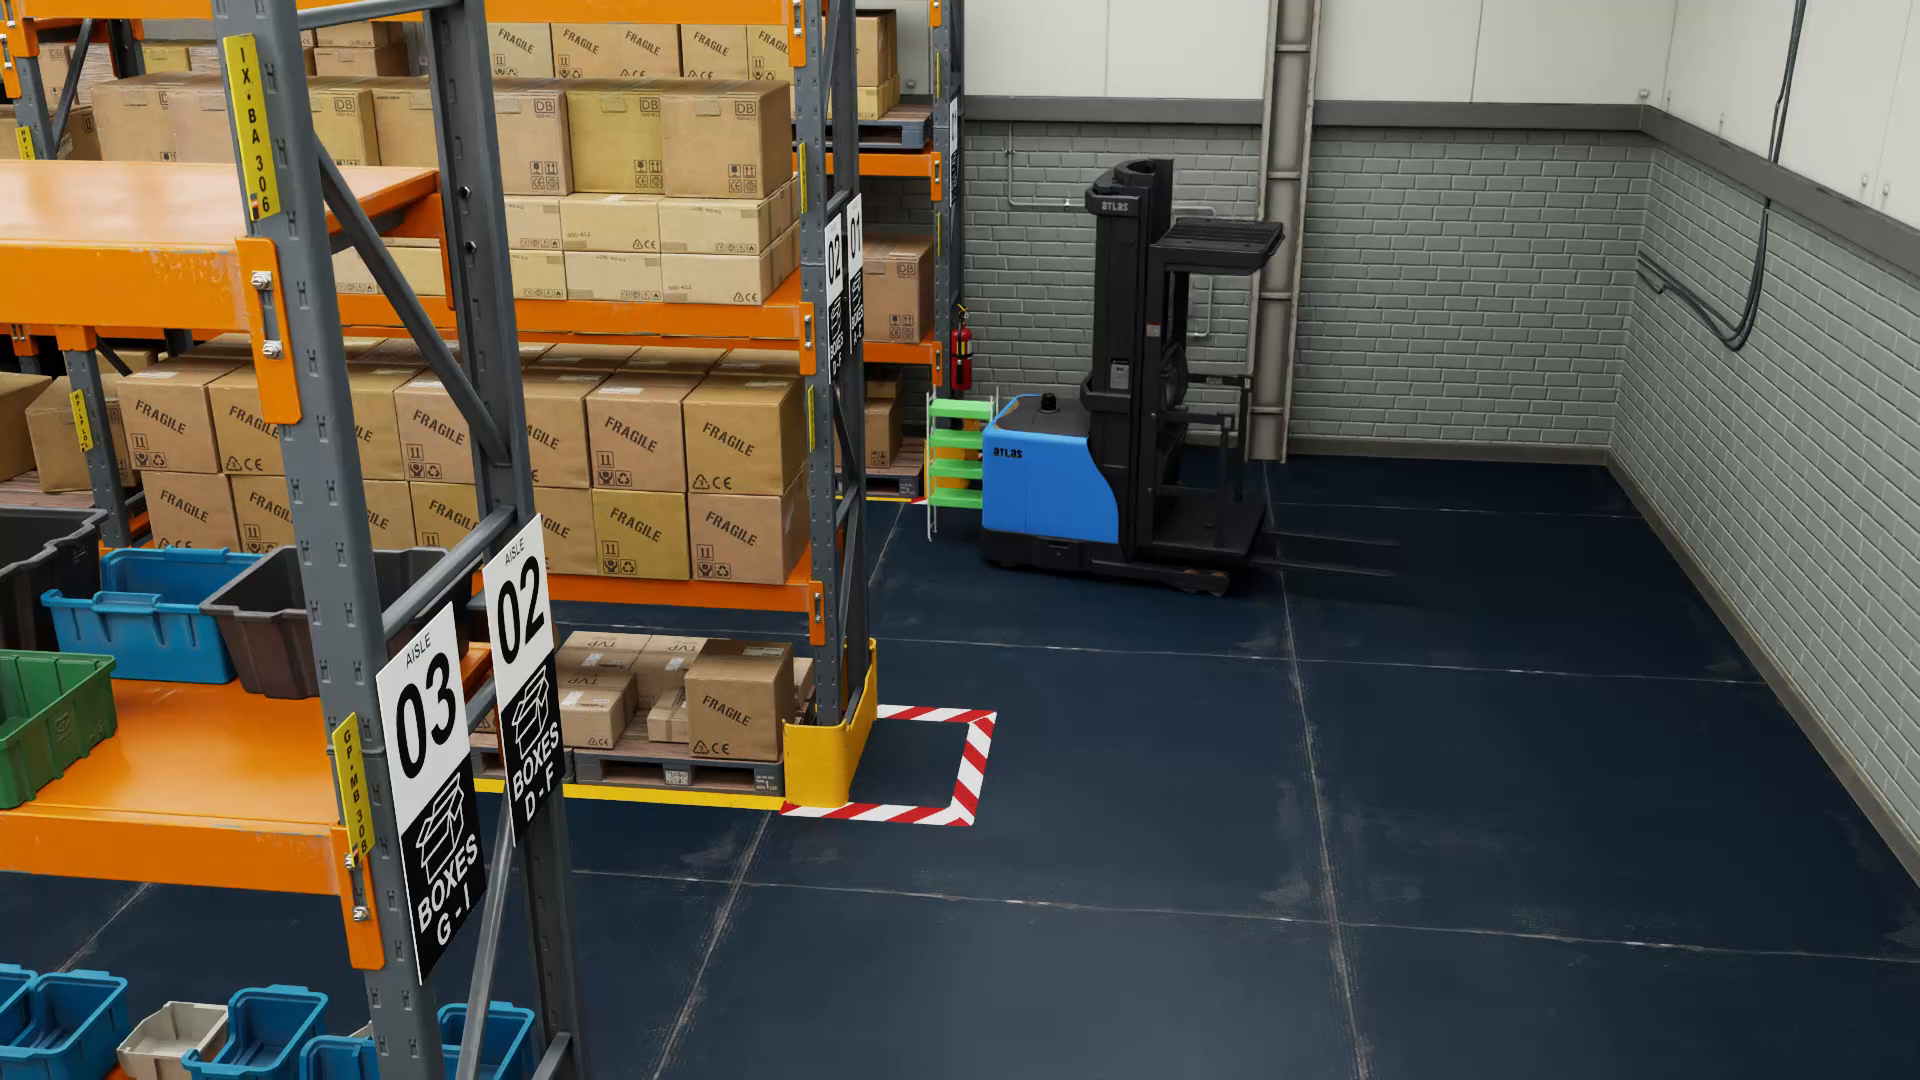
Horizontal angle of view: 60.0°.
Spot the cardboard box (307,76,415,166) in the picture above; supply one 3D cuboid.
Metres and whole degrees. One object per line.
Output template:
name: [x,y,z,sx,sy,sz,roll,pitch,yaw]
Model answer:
cardboard box: [-3.171,-2.107,8.613,0.500,0.500,0.700,2,22,6]

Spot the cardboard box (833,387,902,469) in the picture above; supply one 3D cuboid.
cardboard box: [-0.791,-0.963,14.123,0.500,0.500,0.700,2,22,6]

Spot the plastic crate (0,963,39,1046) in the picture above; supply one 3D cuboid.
plastic crate: [-3.062,1.530,5.135,0.300,0.233,0.416,2,22,6]

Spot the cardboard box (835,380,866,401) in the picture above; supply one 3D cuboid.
cardboard box: [-0.940,-1.203,13.850,0.250,0.149,0.380,2,22,6]

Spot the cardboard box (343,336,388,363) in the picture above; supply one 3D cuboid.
cardboard box: [-3.594,-0.863,9.547,0.500,0.500,0.500,2,22,5]

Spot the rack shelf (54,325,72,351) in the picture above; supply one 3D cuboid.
rack shelf: [-6.622,-1.447,9.419,4.000,0.370,1.077,2,22,6]

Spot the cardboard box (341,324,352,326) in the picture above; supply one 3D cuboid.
cardboard box: [-5.200,-1.933,14.063,0.250,0.149,0.380,3,22,6]

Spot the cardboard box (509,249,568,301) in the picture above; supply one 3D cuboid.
cardboard box: [-2.198,-1.421,8.578,0.500,0.250,0.500,2,22,6]

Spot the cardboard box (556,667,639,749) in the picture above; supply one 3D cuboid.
cardboard box: [-2.172,0.961,9.570,0.500,0.250,0.500,2,22,6]

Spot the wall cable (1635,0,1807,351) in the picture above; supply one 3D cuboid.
wall cable: [5.490,-2.907,12.276,0.112,2.526,3.097,2,22,6]

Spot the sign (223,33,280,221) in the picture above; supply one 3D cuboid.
sign: [-1.299,-0.757,3.054,0.005,0.325,0.100,2,22,6]

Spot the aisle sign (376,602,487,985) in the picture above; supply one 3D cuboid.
aisle sign: [-1.213,0.582,3.851,0.004,0.787,0.394,2,22,6]

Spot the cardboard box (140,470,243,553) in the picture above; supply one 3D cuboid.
cardboard box: [-4.162,-0.225,9.294,0.500,0.500,0.500,3,22,8]

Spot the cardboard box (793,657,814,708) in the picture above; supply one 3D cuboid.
cardboard box: [-1.039,0.850,9.988,0.250,0.149,0.380,2,22,6]

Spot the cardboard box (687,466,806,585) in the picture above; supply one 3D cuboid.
cardboard box: [-1.140,-0.094,8.961,0.500,0.500,0.500,3,22,8]

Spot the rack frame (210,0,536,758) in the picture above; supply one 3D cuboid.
rack frame: [-1.250,-1.109,3.505,0.127,3.000,1.000,2,22,6]

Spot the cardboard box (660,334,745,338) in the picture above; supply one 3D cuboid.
cardboard box: [-2.072,-2.158,13.909,0.700,0.700,0.980,1,22,4]

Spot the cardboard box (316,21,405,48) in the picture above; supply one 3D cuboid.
cardboard box: [-4.915,-4.190,13.623,0.500,0.250,0.500,4,22,10]

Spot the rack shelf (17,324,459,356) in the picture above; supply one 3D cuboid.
rack shelf: [-6.043,-1.861,14.546,4.000,0.370,1.077,2,22,6]

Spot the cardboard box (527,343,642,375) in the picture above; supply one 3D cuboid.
cardboard box: [-2.090,-0.797,9.381,0.500,0.500,0.500,3,22,7]

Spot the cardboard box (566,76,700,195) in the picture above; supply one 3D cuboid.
cardboard box: [-1.662,-2.102,8.602,0.500,0.500,0.700,2,22,6]

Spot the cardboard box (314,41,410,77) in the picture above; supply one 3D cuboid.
cardboard box: [-4.918,-3.833,13.742,0.500,0.500,0.700,1,22,3]

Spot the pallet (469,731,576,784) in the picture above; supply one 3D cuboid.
pallet: [-2.739,1.079,9.925,1.213,0.211,1.003,2,22,6]

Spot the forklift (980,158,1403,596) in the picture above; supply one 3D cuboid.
forklift: [1.725,-1.179,11.936,3.031,2.935,1.130,6,22,16]

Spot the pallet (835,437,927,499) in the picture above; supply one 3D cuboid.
pallet: [-0.888,-0.645,14.285,1.213,0.211,1.003,2,22,6]

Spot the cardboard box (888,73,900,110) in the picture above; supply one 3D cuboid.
cardboard box: [-0.780,-3.624,13.444,0.500,0.250,0.500,4,22,9]

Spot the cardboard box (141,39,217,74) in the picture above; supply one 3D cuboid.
cardboard box: [-6.460,-3.896,13.899,0.500,0.500,0.700,4,22,9]

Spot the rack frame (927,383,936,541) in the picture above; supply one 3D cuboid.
rack frame: [-0.219,-0.595,12.813,0.015,1.200,0.240,4,22,11]

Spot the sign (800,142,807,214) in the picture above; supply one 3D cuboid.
sign: [-0.749,-1.732,7.957,0.005,0.325,0.100,2,22,6]

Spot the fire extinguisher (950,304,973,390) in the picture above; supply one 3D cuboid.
fire extinguisher: [0.011,-1.552,13.397,0.183,0.674,0.296,2,22,6]

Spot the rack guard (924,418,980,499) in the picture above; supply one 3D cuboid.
rack guard: [-0.061,-0.772,14.214,0.348,0.500,1.175,2,22,6]

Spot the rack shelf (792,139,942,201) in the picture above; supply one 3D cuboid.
rack shelf: [-2.070,-3.083,13.556,4.000,0.370,1.077,2,22,6]

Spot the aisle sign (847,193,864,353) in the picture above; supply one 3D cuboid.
aisle sign: [-0.561,-1.440,8.967,0.004,0.787,0.394,2,22,6]

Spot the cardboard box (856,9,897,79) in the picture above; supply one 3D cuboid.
cardboard box: [-0.781,-3.971,13.302,0.500,0.500,0.500,2,22,4]

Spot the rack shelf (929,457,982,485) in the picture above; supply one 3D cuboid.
rack shelf: [0.020,-0.517,12.789,0.480,0.148,0.258,4,22,11]

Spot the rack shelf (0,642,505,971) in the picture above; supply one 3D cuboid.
rack shelf: [-3.236,0.534,4.407,4.000,0.370,1.077,2,22,6]

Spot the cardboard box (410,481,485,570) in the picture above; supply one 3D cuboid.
cardboard box: [-2.651,-0.160,9.129,0.500,0.500,0.500,2,22,6]

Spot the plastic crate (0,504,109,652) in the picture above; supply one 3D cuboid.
plastic crate: [-2.735,0.149,4.489,0.767,0.338,0.504,2,22,6]

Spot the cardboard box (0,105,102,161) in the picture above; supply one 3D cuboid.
cardboard box: [-5.127,-2.032,9.077,0.600,0.600,0.600,0,22,1]

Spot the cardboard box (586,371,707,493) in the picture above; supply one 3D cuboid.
cardboard box: [-1.640,-0.579,8.829,0.500,0.500,0.500,3,22,8]

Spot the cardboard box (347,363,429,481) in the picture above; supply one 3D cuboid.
cardboard box: [-3.178,-0.644,8.993,0.500,0.500,0.500,2,22,5]

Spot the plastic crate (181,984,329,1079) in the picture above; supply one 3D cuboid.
plastic crate: [-2.110,1.572,5.030,0.300,0.233,0.416,2,22,6]

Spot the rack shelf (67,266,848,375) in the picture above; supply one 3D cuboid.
rack shelf: [-2.650,-1.274,8.981,4.000,0.370,1.077,2,22,6]

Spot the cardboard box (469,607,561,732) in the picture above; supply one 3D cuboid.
cardboard box: [-2.770,0.735,9.797,0.637,0.503,0.797,2,22,6]

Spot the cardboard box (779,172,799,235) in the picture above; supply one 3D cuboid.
cardboard box: [-1.143,-1.802,8.862,0.500,0.250,0.500,2,22,6]

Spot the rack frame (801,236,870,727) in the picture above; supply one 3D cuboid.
rack frame: [-0.664,-0.127,9.182,0.127,3.000,1.000,2,22,6]

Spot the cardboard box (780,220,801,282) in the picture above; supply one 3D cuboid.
cardboard box: [-1.144,-1.567,8.949,0.500,0.250,0.500,2,22,6]

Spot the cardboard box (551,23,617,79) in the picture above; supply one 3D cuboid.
cardboard box: [-2.871,-3.872,13.050,0.500,0.500,0.500,2,22,5]

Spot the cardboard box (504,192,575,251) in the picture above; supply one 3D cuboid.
cardboard box: [-2.196,-1.659,8.499,0.500,0.250,0.500,2,22,6]

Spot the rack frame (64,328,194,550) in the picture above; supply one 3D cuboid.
rack frame: [-4.636,-0.300,9.619,0.127,3.000,1.000,2,22,6]

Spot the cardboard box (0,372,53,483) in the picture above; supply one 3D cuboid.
cardboard box: [-5.770,-0.651,9.799,0.500,0.500,0.700,6,22,15]

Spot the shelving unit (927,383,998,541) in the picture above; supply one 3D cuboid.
shelving unit: [0.020,-0.576,12.766,0.503,1.200,0.258,4,22,11]

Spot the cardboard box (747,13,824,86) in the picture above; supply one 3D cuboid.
cardboard box: [-1.339,-3.809,12.892,0.500,0.500,0.500,3,22,8]
